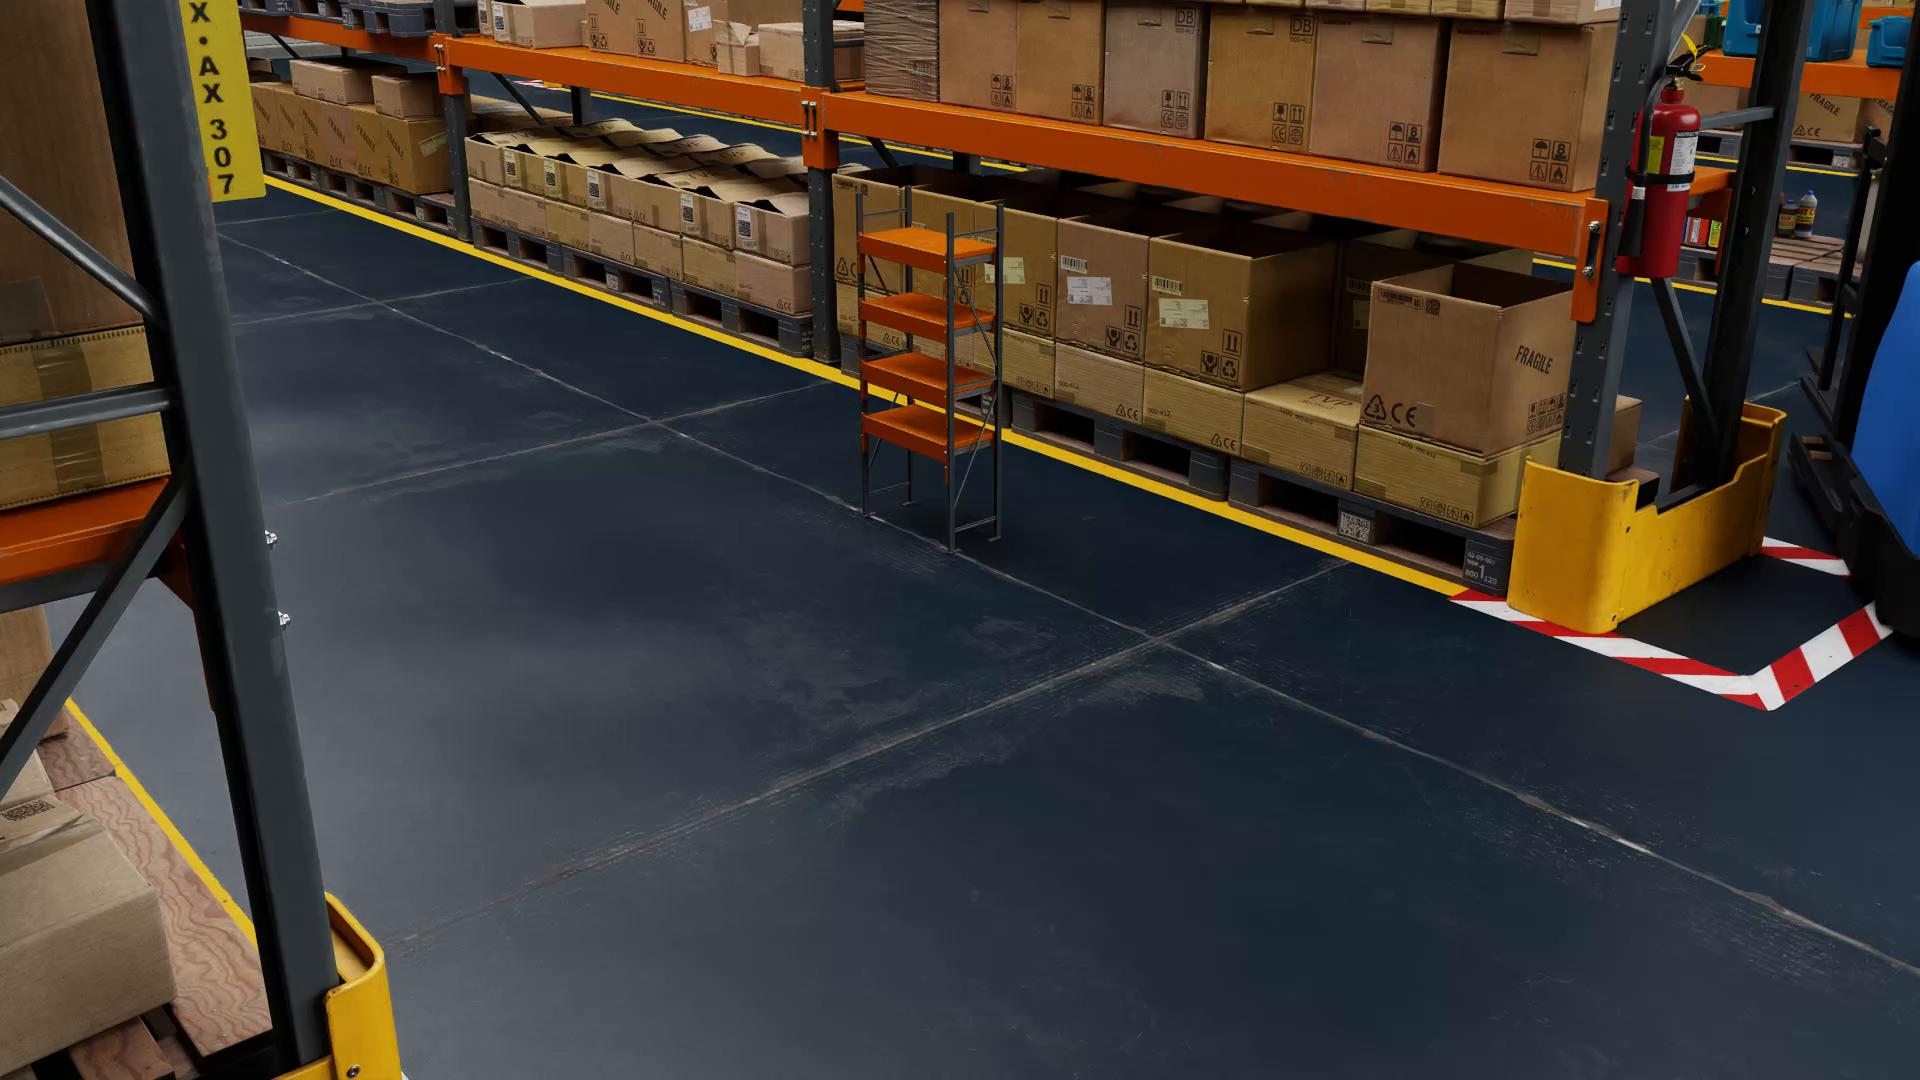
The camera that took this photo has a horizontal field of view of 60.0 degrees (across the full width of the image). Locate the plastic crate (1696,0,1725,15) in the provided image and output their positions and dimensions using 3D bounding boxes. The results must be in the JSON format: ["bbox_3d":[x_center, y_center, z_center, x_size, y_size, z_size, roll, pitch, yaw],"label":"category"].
[{"bbox_3d":[4.374,-3.256,10.388,0.499,0.251,0.616,-17,27,-37],"label":"plastic crate"}]

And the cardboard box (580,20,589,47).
[{"bbox_3d":[-2.045,-3.037,9.970,0.380,0.149,0.250,-15,26,-34],"label":"cardboard box"}]

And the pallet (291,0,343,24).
[{"bbox_3d":[-4.193,-3.940,12.194,1.003,0.211,1.213,-17,27,-37],"label":"pallet"}]

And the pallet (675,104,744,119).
[{"bbox_3d":[-2.286,-4.672,17.623,1.003,0.211,1.213,-17,27,-37],"label":"pallet"}]

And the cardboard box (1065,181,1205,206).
[{"bbox_3d":[0.806,-1.298,7.352,0.500,0.500,0.500,-17,27,-37],"label":"cardboard box"}]

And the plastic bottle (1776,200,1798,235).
[{"bbox_3d":[5.042,-1.967,10.126,0.097,0.201,0.097,0,21,0],"label":"plastic bottle"}]

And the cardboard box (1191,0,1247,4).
[{"bbox_3d":[1.062,-2.049,6.077,0.380,0.149,0.250,-17,27,-36],"label":"cardboard box"}]

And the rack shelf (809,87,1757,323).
[{"bbox_3d":[0.996,-1.501,6.689,1.077,0.370,4.000,-17,27,-37],"label":"rack shelf"}]

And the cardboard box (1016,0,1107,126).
[{"bbox_3d":[0.659,-2.030,6.917,0.700,0.500,0.500,-17,27,-37],"label":"cardboard box"}]

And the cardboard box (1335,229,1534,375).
[{"bbox_3d":[1.793,-0.886,6.300,0.500,0.500,0.500,-17,27,-37],"label":"cardboard box"}]

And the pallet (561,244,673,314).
[{"bbox_3d":[-1.620,-1.621,9.834,1.003,0.211,1.213,-17,27,-37],"label":"pallet"}]

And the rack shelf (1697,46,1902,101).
[{"bbox_3d":[4.751,-2.679,9.697,1.077,0.370,4.000,-17,27,-37],"label":"rack shelf"}]

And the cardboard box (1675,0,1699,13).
[{"bbox_3d":[2.209,-1.791,5.418,0.380,0.149,0.250,-18,27,-38],"label":"cardboard box"}]

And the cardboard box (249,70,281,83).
[{"bbox_3d":[-6.118,-3.729,14.217,0.500,0.500,0.500,-17,27,-37],"label":"cardboard box"}]

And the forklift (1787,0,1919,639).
[{"bbox_3d":[3.774,-1.475,5.732,1.130,2.935,3.031,6,22,16],"label":"forklift"}]

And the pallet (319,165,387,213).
[{"bbox_3d":[-4.171,-2.747,12.708,1.003,0.211,1.213,-17,27,-37],"label":"pallet"}]

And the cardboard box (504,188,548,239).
[{"bbox_3d":[-2.472,-2.055,10.313,0.500,0.250,0.500,-18,28,-39],"label":"cardboard box"}]

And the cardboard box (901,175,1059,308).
[{"bbox_3d":[0.089,-1.314,7.391,0.500,0.500,0.500,-17,27,-37],"label":"cardboard box"}]

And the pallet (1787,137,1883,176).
[{"bbox_3d":[7.663,-3.270,14.043,1.003,0.211,1.213,-17,27,-37],"label":"pallet"}]

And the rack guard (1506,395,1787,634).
[{"bbox_3d":[2.318,-0.113,5.586,1.175,0.500,0.348,-17,27,-37],"label":"rack guard"}]

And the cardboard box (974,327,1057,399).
[{"bbox_3d":[0.409,-0.824,7.170,0.500,0.250,0.500,-17,27,-37],"label":"cardboard box"}]

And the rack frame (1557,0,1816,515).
[{"bbox_3d":[2.302,-1.283,5.147,1.000,3.000,0.127,-17,27,-37],"label":"rack frame"}]

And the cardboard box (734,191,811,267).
[{"bbox_3d":[-0.791,-1.608,8.402,0.500,0.311,0.500,-17,27,-37],"label":"cardboard box"}]

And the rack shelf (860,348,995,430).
[{"bbox_3d":[-0.108,-0.542,5.907,0.258,0.148,0.480,-17,27,-37],"label":"rack shelf"}]

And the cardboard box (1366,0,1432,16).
[{"bbox_3d":[1.569,-1.834,5.528,0.380,0.149,0.250,-18,28,-38],"label":"cardboard box"}]

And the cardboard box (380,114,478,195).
[{"bbox_3d":[-3.708,-2.737,11.683,0.500,0.500,0.500,-16,27,-35],"label":"cardboard box"}]

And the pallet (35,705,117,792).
[{"bbox_3d":[-2.794,0.605,4.150,1.003,0.211,1.213,-17,27,-37],"label":"pallet"}]

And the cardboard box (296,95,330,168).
[{"bbox_3d":[-4.723,-3.163,12.771,0.500,0.500,0.500,-17,27,-37],"label":"cardboard box"}]

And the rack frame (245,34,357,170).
[{"bbox_3d":[-5.531,-4.598,13.612,1.000,3.000,0.127,-17,27,-37],"label":"rack frame"}]

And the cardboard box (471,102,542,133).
[{"bbox_3d":[-3.347,-2.871,12.026,0.500,0.500,0.500,-19,28,-39],"label":"cardboard box"}]

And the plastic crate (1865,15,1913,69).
[{"bbox_3d":[5.084,-2.640,8.815,0.499,0.251,0.408,-17,27,-37],"label":"plastic crate"}]

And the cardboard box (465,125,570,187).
[{"bbox_3d":[-2.801,-2.455,10.565,0.500,0.311,0.500,-16,27,-36],"label":"cardboard box"}]

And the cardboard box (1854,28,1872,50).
[{"bbox_3d":[9.921,-5.464,18.330,1.050,0.750,0.750,-17,27,-37],"label":"cardboard box"}]

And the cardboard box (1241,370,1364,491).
[{"bbox_3d":[1.393,-0.411,6.116,0.500,0.250,0.500,-17,27,-37],"label":"cardboard box"}]

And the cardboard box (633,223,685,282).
[{"bbox_3d":[-1.463,-1.630,9.228,0.500,0.250,0.500,-17,27,-36],"label":"cardboard box"}]

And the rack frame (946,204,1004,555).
[{"bbox_3d":[0.051,-0.537,5.710,0.240,1.200,0.015,-17,27,-37],"label":"rack frame"}]

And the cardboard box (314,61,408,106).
[{"bbox_3d":[-4.419,-3.382,12.302,0.500,0.250,0.500,-18,28,-38],"label":"cardboard box"}]

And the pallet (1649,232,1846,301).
[{"bbox_3d":[4.653,-1.735,10.125,1.003,0.211,1.213,-17,27,-37],"label":"pallet"}]

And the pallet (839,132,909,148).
[{"bbox_3d":[-0.504,-3.918,15.697,1.003,0.211,1.213,-17,27,-37],"label":"pallet"}]

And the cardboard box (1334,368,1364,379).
[{"bbox_3d":[1.791,-0.537,6.436,0.500,0.250,0.500,-17,27,-37],"label":"cardboard box"}]

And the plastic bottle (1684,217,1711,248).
[{"bbox_3d":[4.382,-1.877,9.795,0.152,0.276,0.135,-17,27,-37],"label":"plastic bottle"}]

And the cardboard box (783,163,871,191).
[{"bbox_3d":[-0.713,-1.878,9.090,0.500,0.311,0.500,-18,28,-38],"label":"cardboard box"}]

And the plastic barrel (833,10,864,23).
[{"bbox_3d":[-0.972,-4.645,16.032,0.600,0.901,0.708,-17,27,-37],"label":"plastic barrel"}]

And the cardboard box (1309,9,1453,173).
[{"bbox_3d":[1.660,-1.606,5.833,0.700,0.500,0.500,-17,27,-36],"label":"cardboard box"}]

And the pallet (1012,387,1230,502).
[{"bbox_3d":[0.979,-0.523,7.030,1.003,0.211,1.213,-17,27,-37],"label":"pallet"}]

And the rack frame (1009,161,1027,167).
[{"bbox_3d":[0.835,-4.671,13.798,1.000,3.000,0.127,-17,27,-37],"label":"rack frame"}]

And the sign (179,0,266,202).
[{"bbox_3d":[-1.038,-0.635,2.305,0.100,0.325,0.005,-17,27,-37],"label":"sign"}]

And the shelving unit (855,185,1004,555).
[{"bbox_3d":[-0.108,-0.604,5.882,0.258,1.200,0.503,-17,27,-37],"label":"shelving unit"}]

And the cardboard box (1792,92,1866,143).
[{"bbox_3d":[7.429,-3.657,14.060,0.500,0.500,0.500,-18,28,-39],"label":"cardboard box"}]

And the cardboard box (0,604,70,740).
[{"bbox_3d":[-2.645,0.272,4.002,0.700,0.500,0.500,-20,29,-41],"label":"cardboard box"}]

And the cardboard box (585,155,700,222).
[{"bbox_3d":[-1.784,-2.029,9.476,0.500,0.311,0.500,-18,28,-38],"label":"cardboard box"}]

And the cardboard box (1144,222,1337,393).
[{"bbox_3d":[1.063,-0.898,6.329,0.500,0.500,0.500,-17,27,-37],"label":"cardboard box"}]

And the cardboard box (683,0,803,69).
[{"bbox_3d":[-1.142,-2.796,8.873,0.500,0.500,0.500,-15,26,-34],"label":"cardboard box"}]

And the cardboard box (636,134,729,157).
[{"bbox_3d":[-1.720,-2.301,10.172,0.500,0.311,0.500,-18,27,-38],"label":"cardboard box"}]

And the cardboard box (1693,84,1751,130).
[{"bbox_3d":[6.814,-3.961,14.809,0.500,0.500,0.700,20,29,41],"label":"cardboard box"}]
